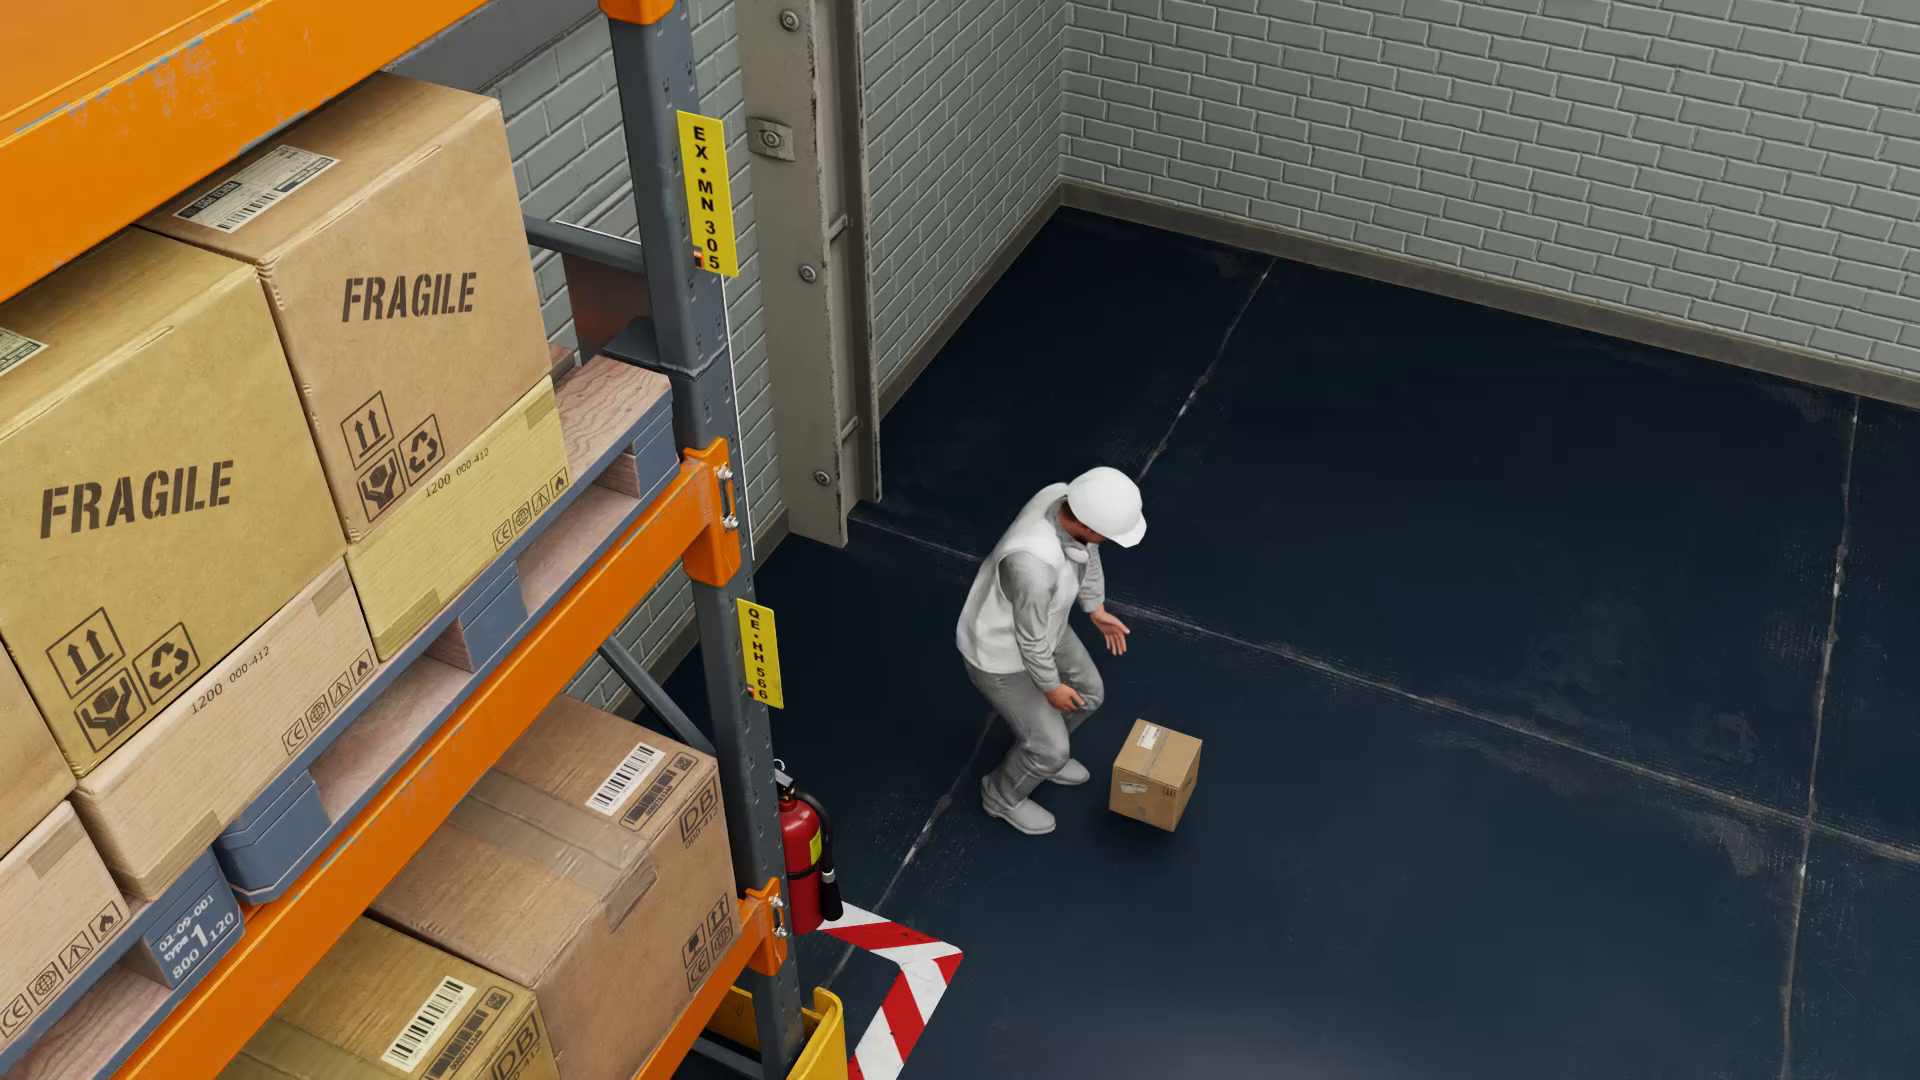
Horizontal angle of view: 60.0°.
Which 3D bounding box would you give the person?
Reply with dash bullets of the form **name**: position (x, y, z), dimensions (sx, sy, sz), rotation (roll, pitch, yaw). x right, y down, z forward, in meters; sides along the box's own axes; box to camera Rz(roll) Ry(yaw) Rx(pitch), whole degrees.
- **person**: position (0.314, 0.349, 5.864), dimensions (0.604, 1.628, 0.581), rotation (18, 45, 19)
